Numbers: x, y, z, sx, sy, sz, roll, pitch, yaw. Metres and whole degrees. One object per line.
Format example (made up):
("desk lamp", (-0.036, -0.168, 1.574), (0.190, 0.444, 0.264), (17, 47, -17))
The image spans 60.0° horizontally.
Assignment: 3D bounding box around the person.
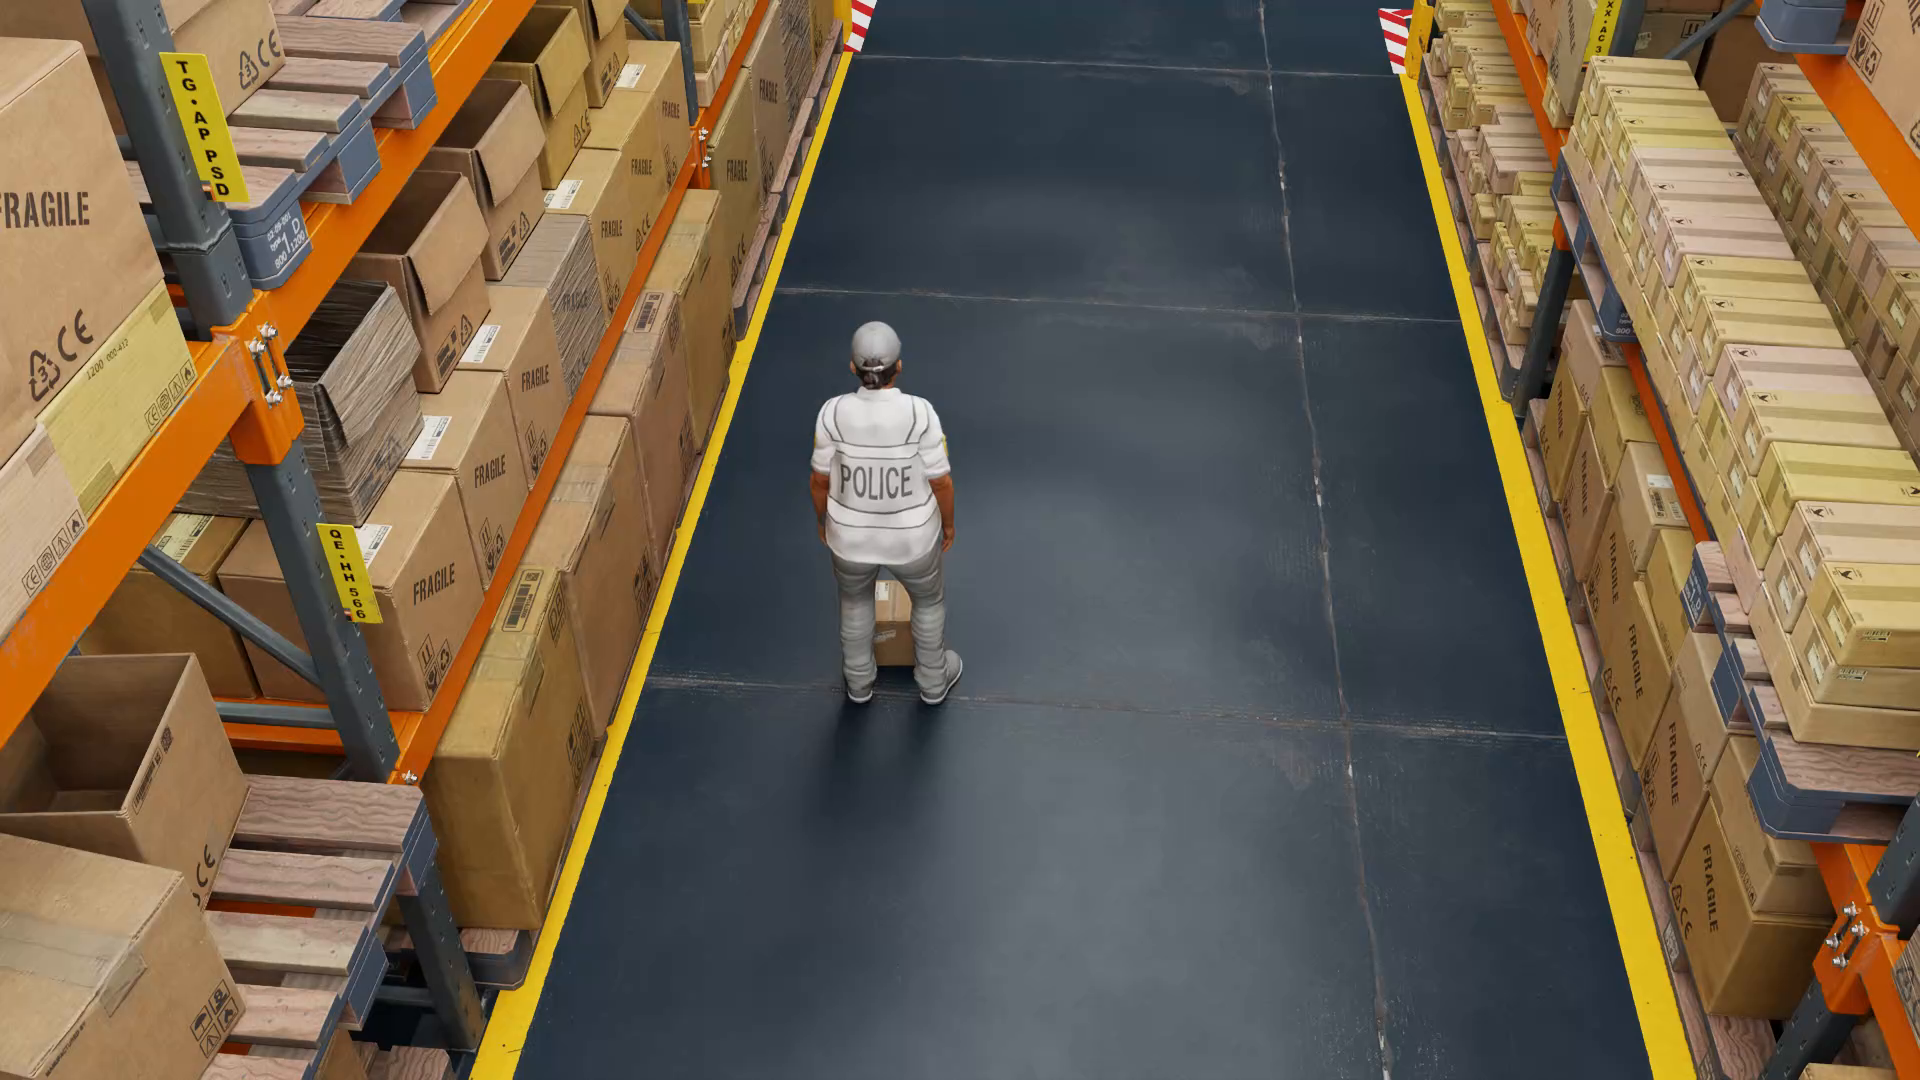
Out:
("person", (-0.269, -0.059, 6.221), (0.545, 1.666, 0.471), (3, 40, 4))
